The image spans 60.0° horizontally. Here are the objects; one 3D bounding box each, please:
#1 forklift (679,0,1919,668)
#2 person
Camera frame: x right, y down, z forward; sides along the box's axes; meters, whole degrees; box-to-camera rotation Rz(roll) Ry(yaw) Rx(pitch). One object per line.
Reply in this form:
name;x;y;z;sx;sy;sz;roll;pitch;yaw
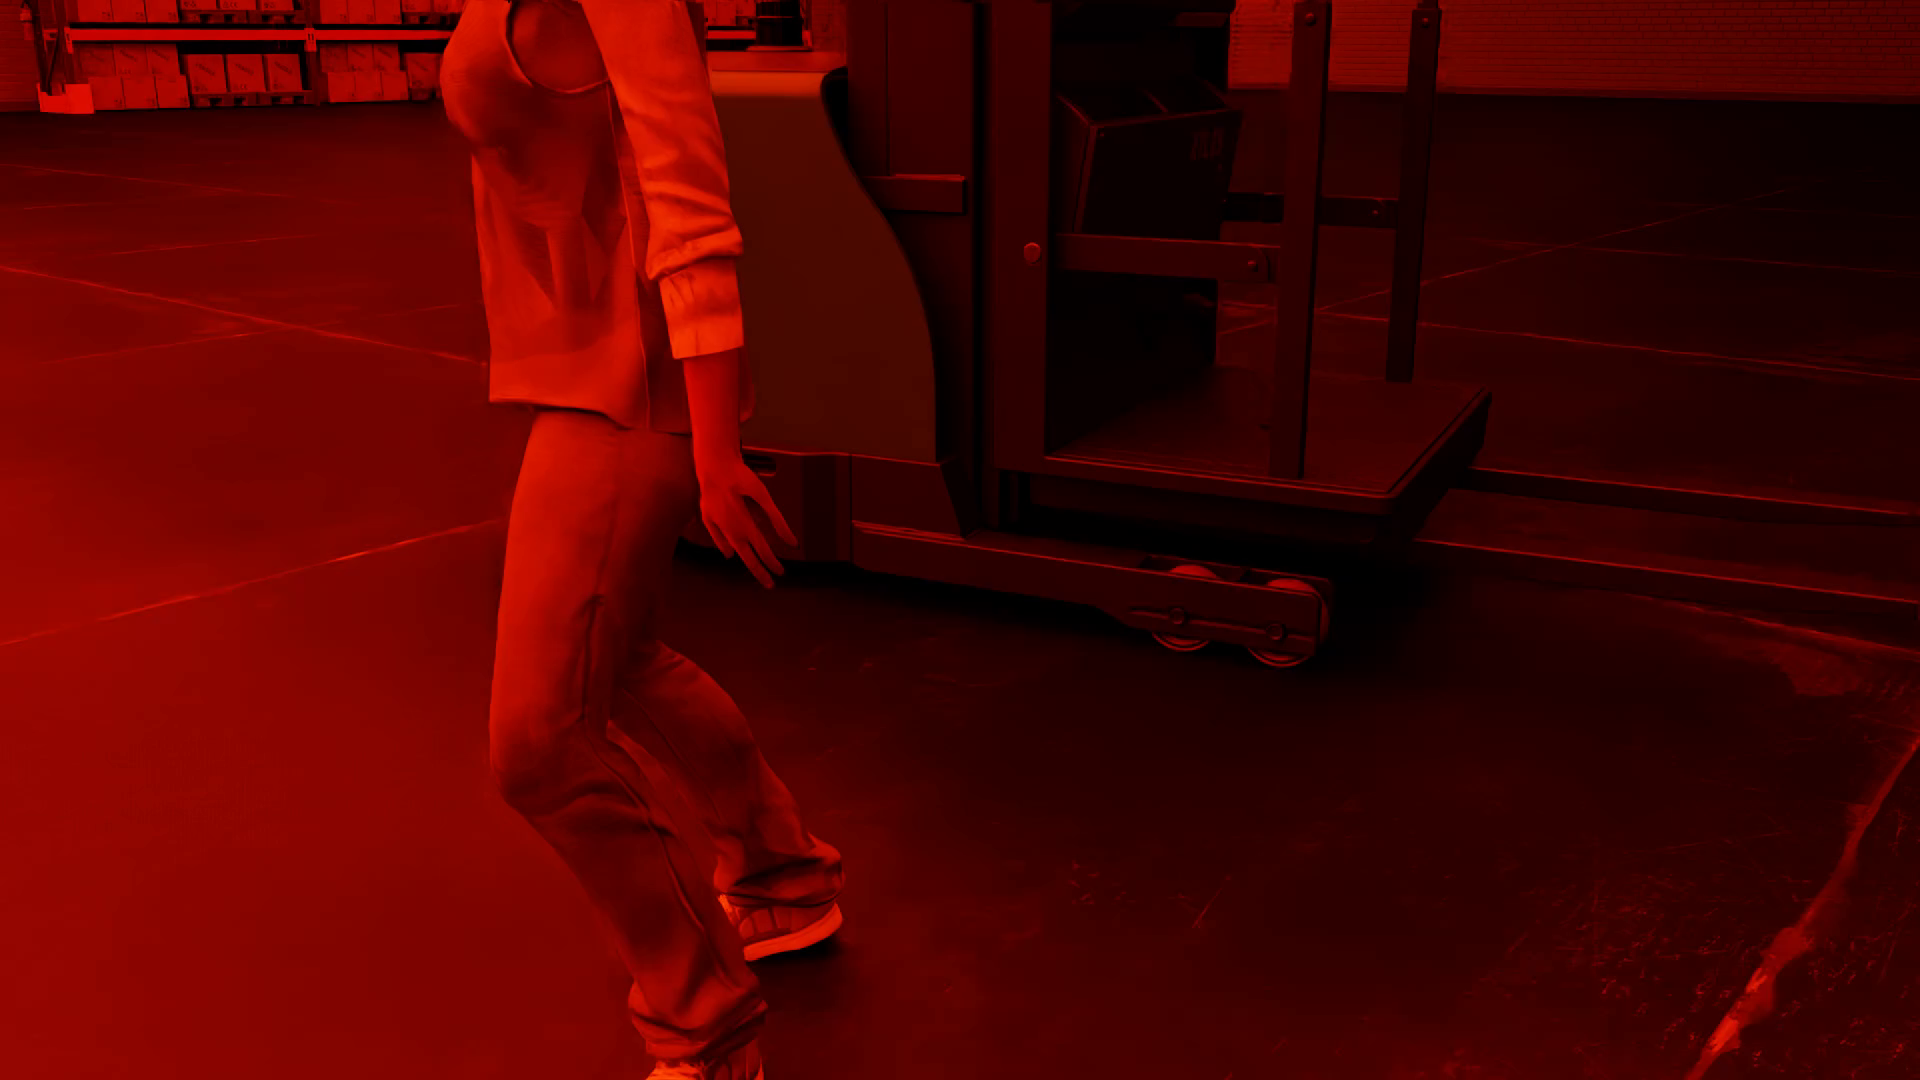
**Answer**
forklift;0.582;-1.337;3.300;3.031;2.935;1.130;8;19;25
person;-0.329;-0.147;1.831;0.412;1.569;0.732;-3;17;-11
